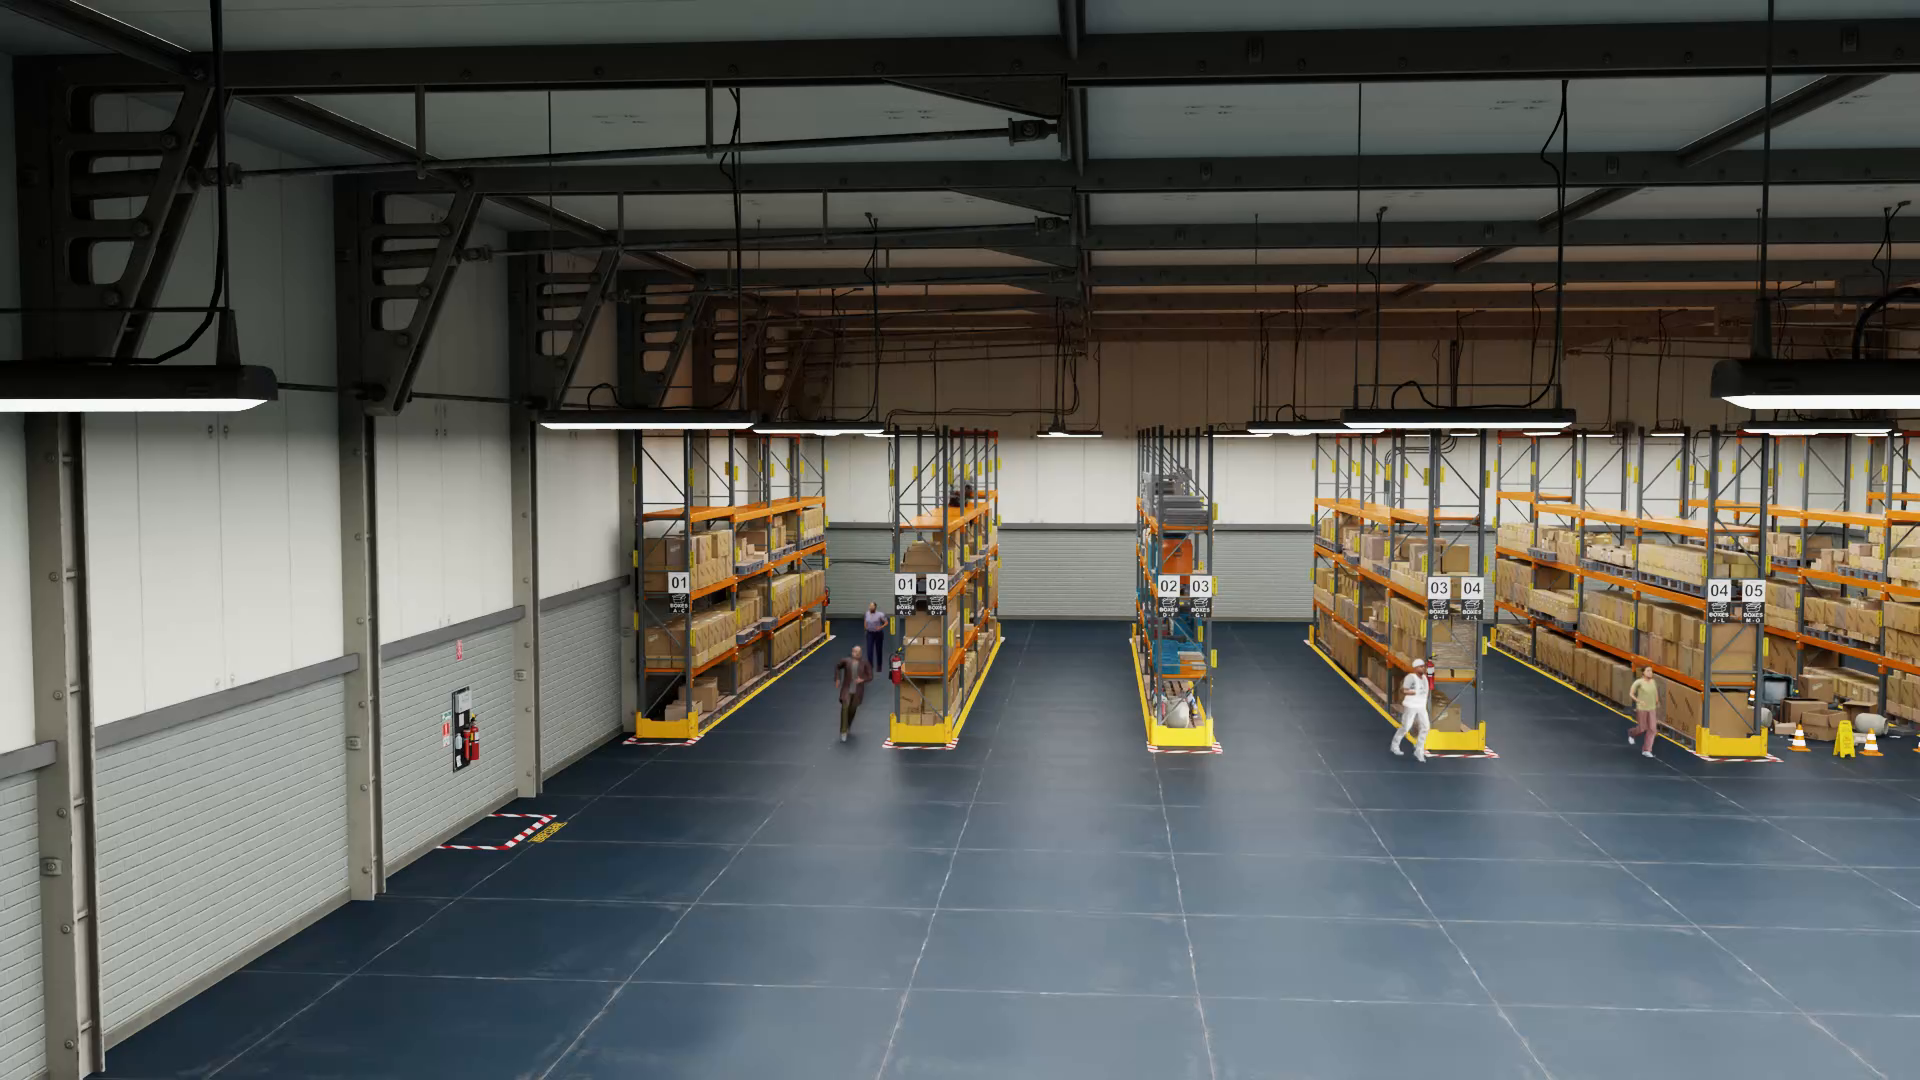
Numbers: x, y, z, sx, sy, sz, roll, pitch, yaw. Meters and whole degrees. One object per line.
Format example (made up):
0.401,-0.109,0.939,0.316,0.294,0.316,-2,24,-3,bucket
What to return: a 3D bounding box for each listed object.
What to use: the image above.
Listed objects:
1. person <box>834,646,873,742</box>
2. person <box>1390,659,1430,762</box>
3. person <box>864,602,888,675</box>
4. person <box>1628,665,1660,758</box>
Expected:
-2.038,2.918,31.972,0.749,1.769,1.032,0,3,-7,person
8.156,3.046,29.844,0.678,1.839,0.763,-2,4,-32,person
-1.973,2.307,38.912,0.612,1.722,0.667,1,3,11,person
12.482,3.089,30.289,0.582,1.645,0.829,-1,3,-9,person
